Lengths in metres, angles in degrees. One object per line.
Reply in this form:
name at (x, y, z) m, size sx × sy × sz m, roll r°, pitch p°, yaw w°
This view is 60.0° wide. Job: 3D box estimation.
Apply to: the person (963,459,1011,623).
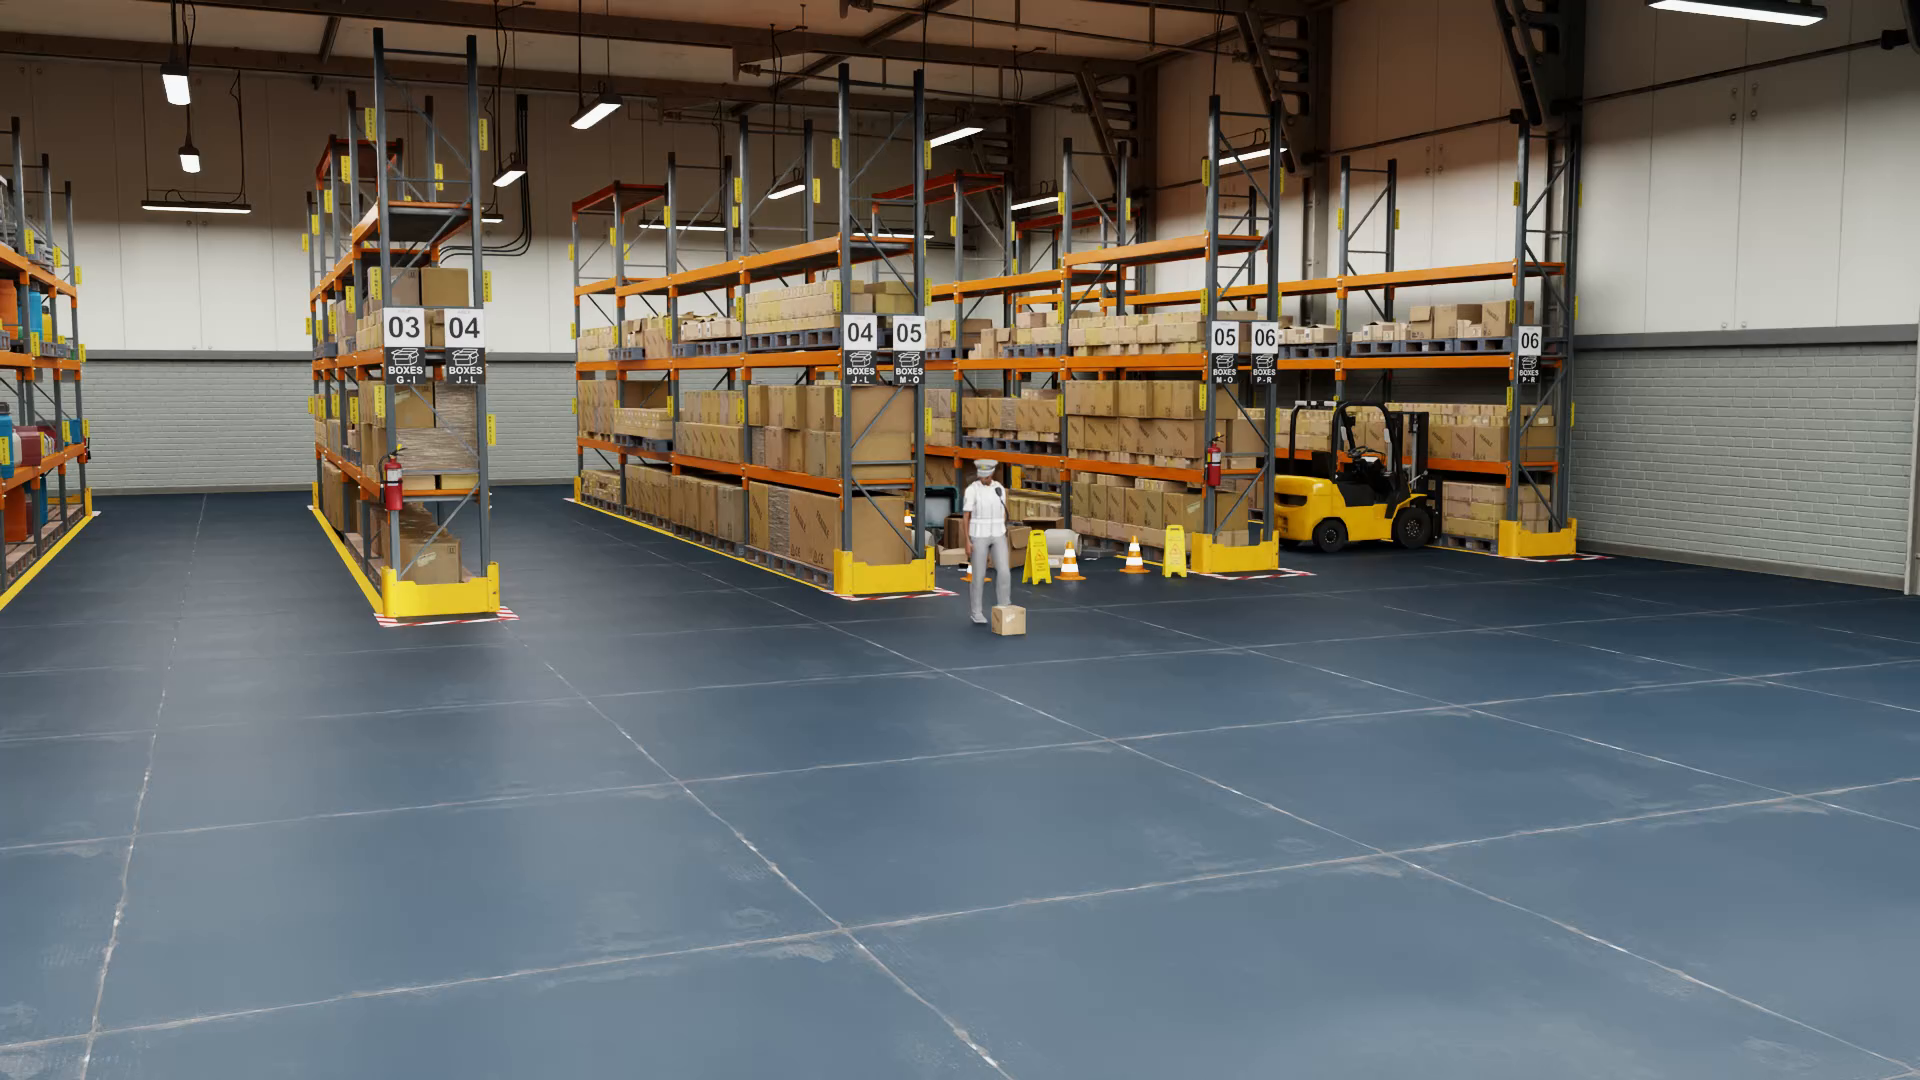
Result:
person at (0.301, 0.036, 16.640) m, size 0.501 × 1.690 × 0.544 m, roll -2°, pitch 6°, yaw -19°
